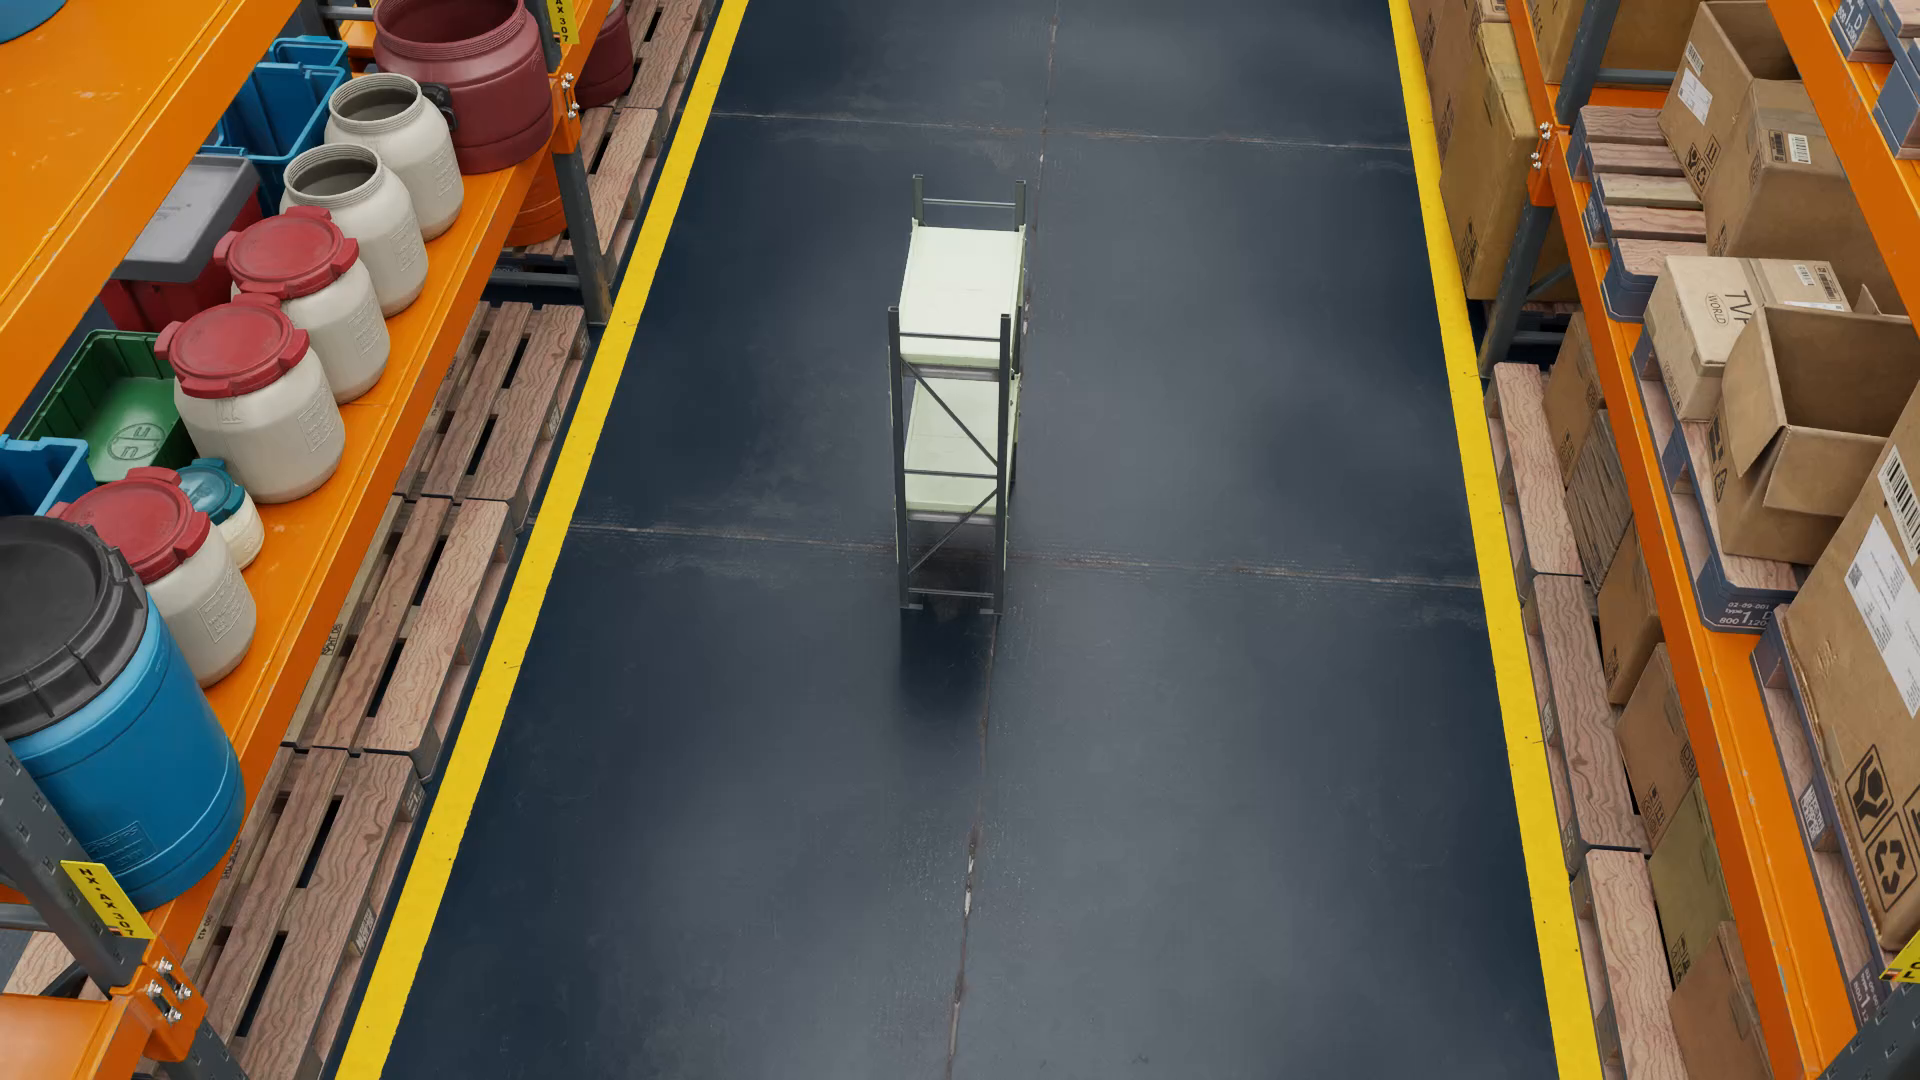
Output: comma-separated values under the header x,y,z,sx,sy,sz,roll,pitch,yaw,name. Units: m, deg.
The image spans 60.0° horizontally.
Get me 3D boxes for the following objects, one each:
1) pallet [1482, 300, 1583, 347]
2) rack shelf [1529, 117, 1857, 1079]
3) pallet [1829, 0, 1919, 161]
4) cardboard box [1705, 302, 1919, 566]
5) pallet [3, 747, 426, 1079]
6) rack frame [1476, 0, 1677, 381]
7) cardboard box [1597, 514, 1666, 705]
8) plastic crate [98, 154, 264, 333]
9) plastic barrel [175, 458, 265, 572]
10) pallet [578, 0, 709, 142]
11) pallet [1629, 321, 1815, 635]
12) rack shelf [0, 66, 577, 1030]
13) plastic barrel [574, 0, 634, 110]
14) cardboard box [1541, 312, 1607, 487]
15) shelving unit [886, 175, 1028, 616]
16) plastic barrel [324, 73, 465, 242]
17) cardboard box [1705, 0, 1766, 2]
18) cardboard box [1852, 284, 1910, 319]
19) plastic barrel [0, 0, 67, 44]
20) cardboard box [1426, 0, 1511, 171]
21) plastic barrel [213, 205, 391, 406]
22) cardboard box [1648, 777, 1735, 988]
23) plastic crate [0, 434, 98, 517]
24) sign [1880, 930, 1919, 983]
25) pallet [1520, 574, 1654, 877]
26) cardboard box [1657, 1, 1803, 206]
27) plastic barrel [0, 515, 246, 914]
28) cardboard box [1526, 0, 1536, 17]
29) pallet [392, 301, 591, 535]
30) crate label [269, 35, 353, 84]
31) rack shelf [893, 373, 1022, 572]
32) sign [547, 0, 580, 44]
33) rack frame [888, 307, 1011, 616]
x,y,z,sx,sy,sz,roll,pitch,yaw,name
2.963,-1.371,7.860,1.003,0.211,1.213,4,48,4,pallet
2.634,-0.025,5.228,1.077,0.370,4.000,4,48,4,rack shelf
2.706,-0.956,3.686,1.213,0.211,1.003,4,48,4,pallet
2.518,-0.255,4.596,0.797,0.503,0.637,8,48,8,cardboard box
-2.448,1.230,5.482,1.003,0.211,1.213,4,48,4,pallet
2.816,-1.737,6.306,1.000,3.000,0.127,4,48,4,rack frame
2.693,0.277,5.860,0.700,0.500,0.500,7,48,7,cardboard box
-2.568,-0.925,5.520,0.402,0.464,0.583,4,48,4,plastic crate
-2.207,-0.047,4.854,0.301,0.262,0.301,0,48,0,plastic barrel
-1.972,-2.606,8.990,1.003,0.211,1.213,4,48,4,pallet
2.677,-0.215,5.044,1.003,0.211,1.213,4,48,4,pallet
-2.298,-0.358,5.532,1.077,0.370,4.000,4,48,4,rack shelf
-1.985,-2.589,8.435,0.600,0.588,0.708,4,48,4,plastic barrel
2.775,-0.549,6.615,0.700,0.500,0.500,2,48,1,cardboard box
-0.001,-0.501,6.192,0.431,1.500,0.755,4,48,4,shelving unit
-1.997,-1.338,5.865,0.421,0.512,0.421,0,48,0,plastic barrel
3.132,-2.110,6.579,0.500,0.500,0.500,5,48,5,cardboard box
2.933,-0.590,5.064,0.396,0.266,0.258,3,48,2,cardboard box
-2.531,-1.662,3.865,0.600,0.901,0.708,4,48,4,plastic barrel
2.989,-2.322,7.997,1.225,0.875,0.875,4,48,4,cardboard box
-2.069,-0.722,5.286,0.433,0.535,0.433,0,48,0,plastic barrel
2.591,1.098,5.109,0.700,0.500,0.500,4,48,3,cardboard box
-2.690,0.043,4.689,0.392,0.384,0.575,4,48,4,plastic crate
1.899,0.776,3.222,0.100,0.325,0.005,4,48,4,sign
2.630,0.672,5.992,1.003,0.211,1.213,4,48,4,pallet
2.807,-1.513,5.749,0.500,0.500,0.500,-1,48,-1,cardboard box
-2.144,0.436,3.979,0.600,0.901,0.708,4,48,4,plastic barrel
2.666,-2.516,6.951,0.500,0.500,0.500,3,48,3,cardboard box
-2.225,-0.563,7.122,1.003,0.211,1.213,4,48,4,pallet
-2.528,-1.730,6.413,0.303,0.233,0.416,4,48,4,crate label
-0.001,-0.281,6.433,0.431,0.370,0.720,4,48,4,rack shelf
-1.567,-2.094,6.522,0.100,0.325,0.005,4,48,4,sign
-0.034,-0.232,5.946,0.400,1.500,0.023,4,48,4,rack frame
